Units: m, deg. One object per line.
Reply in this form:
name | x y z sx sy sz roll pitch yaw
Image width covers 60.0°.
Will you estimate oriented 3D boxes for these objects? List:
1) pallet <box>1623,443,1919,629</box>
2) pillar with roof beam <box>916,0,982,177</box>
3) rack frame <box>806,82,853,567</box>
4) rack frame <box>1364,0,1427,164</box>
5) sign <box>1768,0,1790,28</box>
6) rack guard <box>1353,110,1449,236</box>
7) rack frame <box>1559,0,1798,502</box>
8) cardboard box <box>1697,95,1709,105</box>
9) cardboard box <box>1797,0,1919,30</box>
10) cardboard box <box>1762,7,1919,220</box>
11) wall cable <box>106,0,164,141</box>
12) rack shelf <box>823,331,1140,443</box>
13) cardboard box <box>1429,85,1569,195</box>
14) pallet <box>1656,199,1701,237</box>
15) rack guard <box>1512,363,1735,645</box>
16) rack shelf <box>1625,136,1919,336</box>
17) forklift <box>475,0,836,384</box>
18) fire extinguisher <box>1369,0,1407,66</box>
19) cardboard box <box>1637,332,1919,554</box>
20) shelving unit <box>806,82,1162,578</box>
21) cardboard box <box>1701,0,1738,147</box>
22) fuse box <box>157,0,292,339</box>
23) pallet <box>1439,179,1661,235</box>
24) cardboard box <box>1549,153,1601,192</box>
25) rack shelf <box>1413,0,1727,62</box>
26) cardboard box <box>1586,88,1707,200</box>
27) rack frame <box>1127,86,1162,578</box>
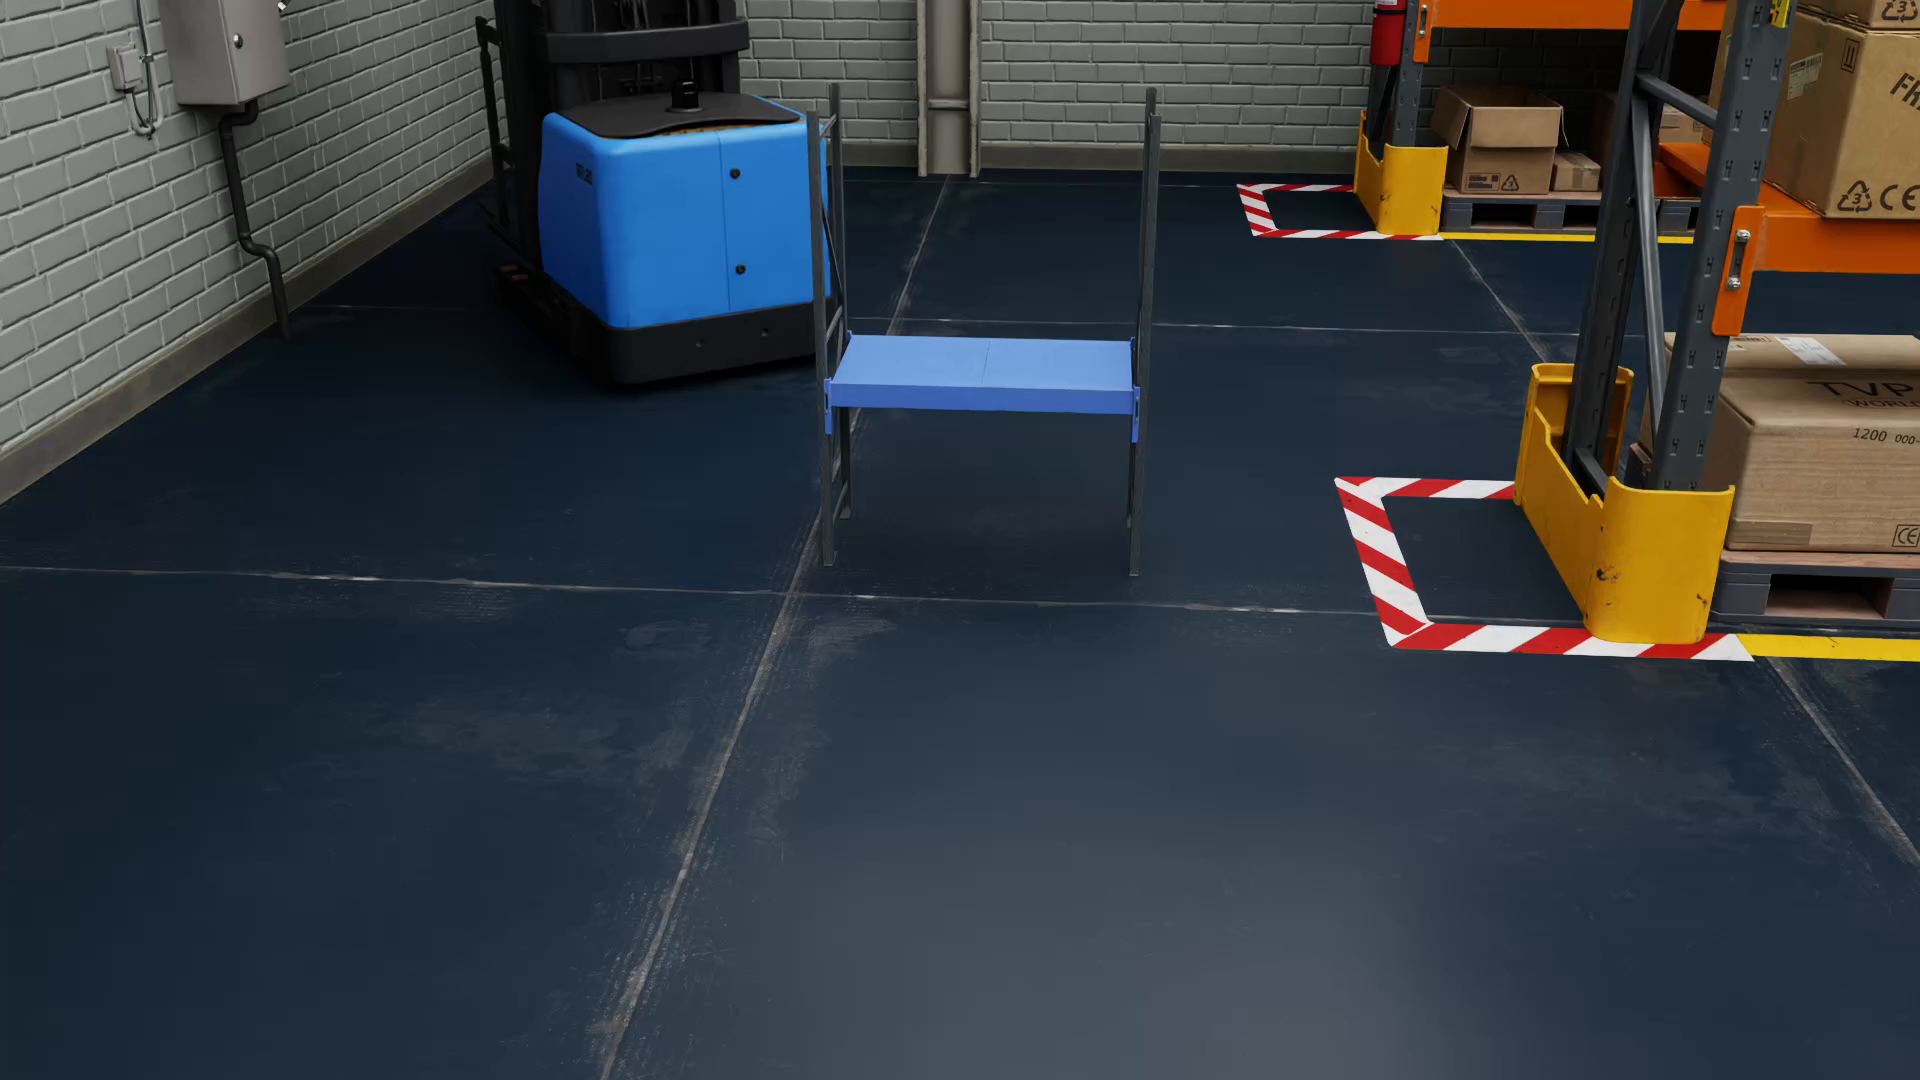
pallet | 2.977 -0.030 5.562 1.213 0.211 1.003 2 25 4
pillar with roof beam | -0.398 -4.751 5.311 0.400 9.000 9.100 2 25 4
rack frame | -0.422 -0.695 5.466 0.032 1.500 0.500 2 25 4
rack frame | 2.550 -3.358 9.460 0.127 3.000 1.000 2 25 4
sign | 2.126 -1.488 4.264 0.005 0.325 0.100 2 25 4
rack guard | 2.626 -2.220 9.977 0.348 0.500 1.175 2 25 4
rack frame | 2.174 -1.289 4.964 0.127 3.000 1.000 2 25 4
cardboard box | 4.522 -2.252 9.544 0.500 0.500 0.500 2 25 5
cardboard box | 2.631 -1.655 4.442 0.500 0.500 0.500 1 25 3
cardboard box | 2.631 -1.200 4.649 0.500 0.500 0.500 2 25 4
wall cable | -3.353 -2.513 6.408 0.122 1.984 0.588 2 25 4
rack shelf | 0.085 -0.515 5.506 1.000 0.185 0.538 2 25 4
cardboard box | 3.153 -2.356 9.766 0.637 0.503 0.797 1 25 2
pallet | 4.634 -2.024 9.896 1.213 0.211 1.003 2 25 4
rack guard | 2.150 -0.155 5.488 0.348 0.500 1.175 2 25 4
rack shelf | 4.168 -0.899 4.975 4.000 0.370 1.077 2 25 4
forklift | -1.704 -2.568 7.824 1.130 2.935 3.031 -13 28 -26
fire extinguisher | 2.368 -2.966 9.146 0.183 0.674 0.296 2 25 4
cardboard box | 2.840 -0.337 5.456 0.875 0.438 0.875 1 25 2
shelving unit | 0.085 -0.679 5.431 1.048 1.500 0.538 2 25 4
cardboard box | 2.675 -1.430 5.149 0.500 0.500 0.500 2 25 4
fuse box | -3.144 -1.746 7.497 0.414 1.711 0.539 2 25 4
pallet | 3.421 -2.064 9.983 1.213 0.211 1.003 2 25 4
cardboard box | 3.574 -2.165 9.775 0.250 0.149 0.380 1 25 2
rack shelf | 4.545 -2.968 9.471 4.000 0.370 1.077 2 25 4
cardboard box | 4.002 -2.311 9.672 0.500 0.500 0.700 3 25 6
rack frame | 0.592 -0.662 5.395 0.032 1.500 0.500 2 25 4
